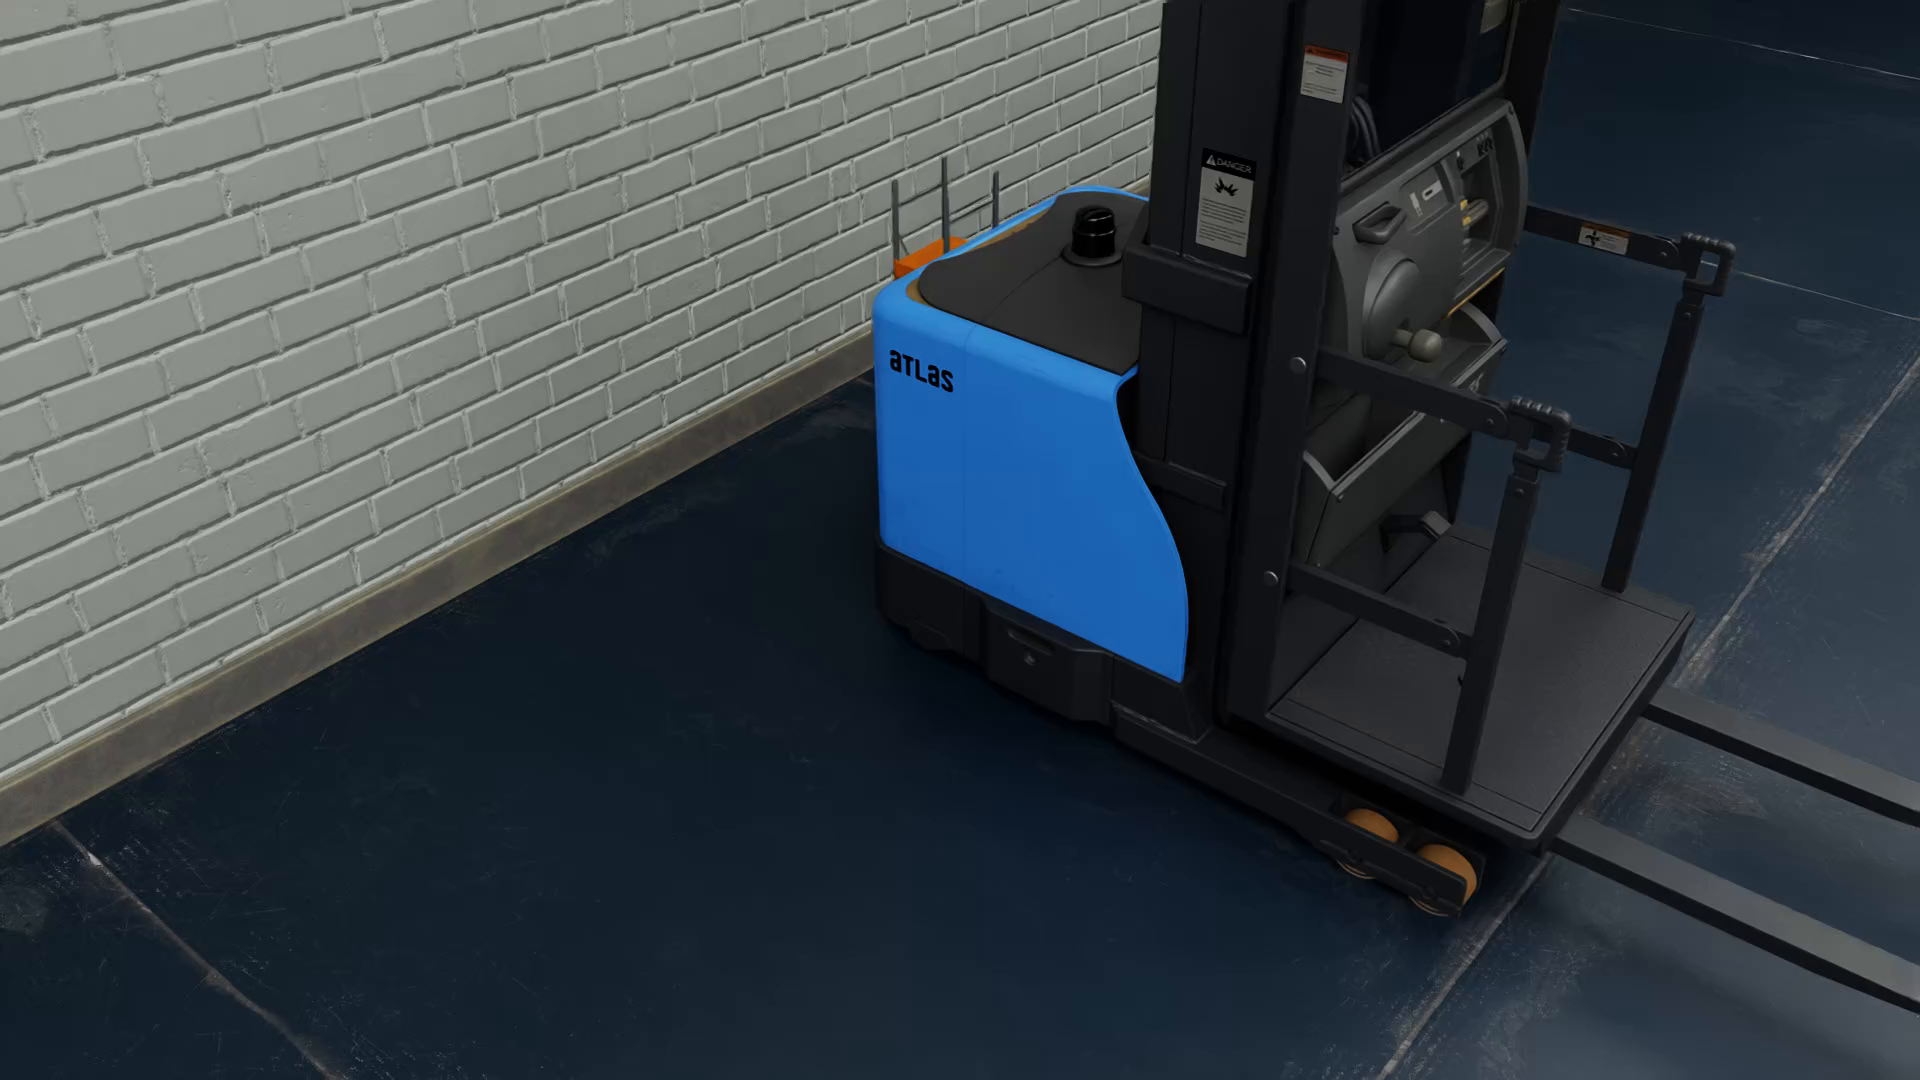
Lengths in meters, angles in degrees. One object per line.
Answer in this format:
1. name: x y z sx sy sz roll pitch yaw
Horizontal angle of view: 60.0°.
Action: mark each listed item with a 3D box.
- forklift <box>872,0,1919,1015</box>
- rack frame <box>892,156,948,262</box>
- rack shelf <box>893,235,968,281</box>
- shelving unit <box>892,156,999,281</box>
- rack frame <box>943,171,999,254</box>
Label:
1. forklift: 1.226 -0.659 3.620 3.031 2.935 1.130 24 41 31
2. rack frame: -0.112 -0.543 4.981 0.006 1.200 0.240 24 41 31
3. rack shelf: -0.040 -0.771 4.755 0.180 0.103 0.258 24 41 31
4. shelving unit: -0.040 -0.511 4.934 0.189 1.200 0.258 24 41 31
5. rack frame: 0.032 -0.479 4.887 0.006 1.200 0.240 24 41 31
